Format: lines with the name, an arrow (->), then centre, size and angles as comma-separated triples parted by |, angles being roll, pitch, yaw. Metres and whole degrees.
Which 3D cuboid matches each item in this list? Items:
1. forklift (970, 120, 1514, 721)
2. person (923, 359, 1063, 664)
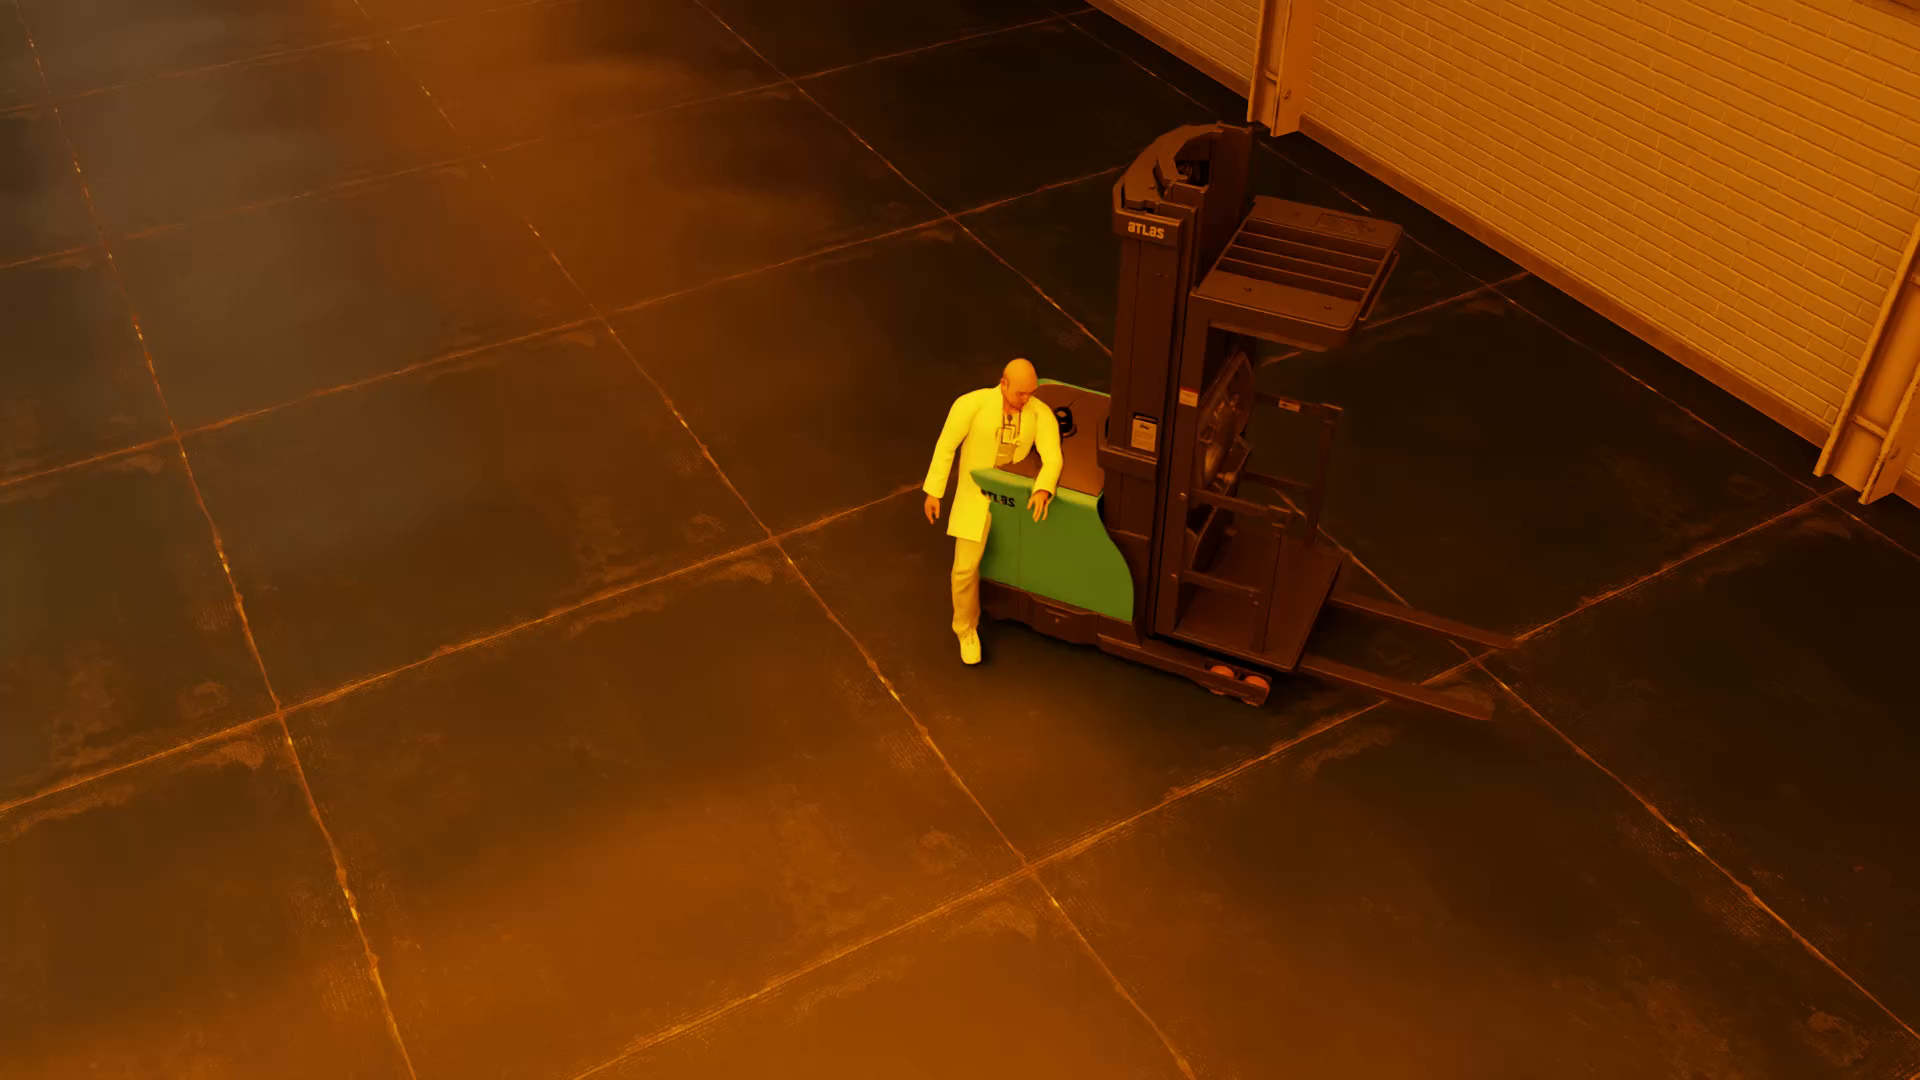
forklift -> 1.585, -0.600, 8.759 | 3.031, 2.935, 1.130 | 17, 42, 19
person -> 0.258, -0.203, 9.275 | 0.910, 1.663, 0.928 | -13, 41, -15
